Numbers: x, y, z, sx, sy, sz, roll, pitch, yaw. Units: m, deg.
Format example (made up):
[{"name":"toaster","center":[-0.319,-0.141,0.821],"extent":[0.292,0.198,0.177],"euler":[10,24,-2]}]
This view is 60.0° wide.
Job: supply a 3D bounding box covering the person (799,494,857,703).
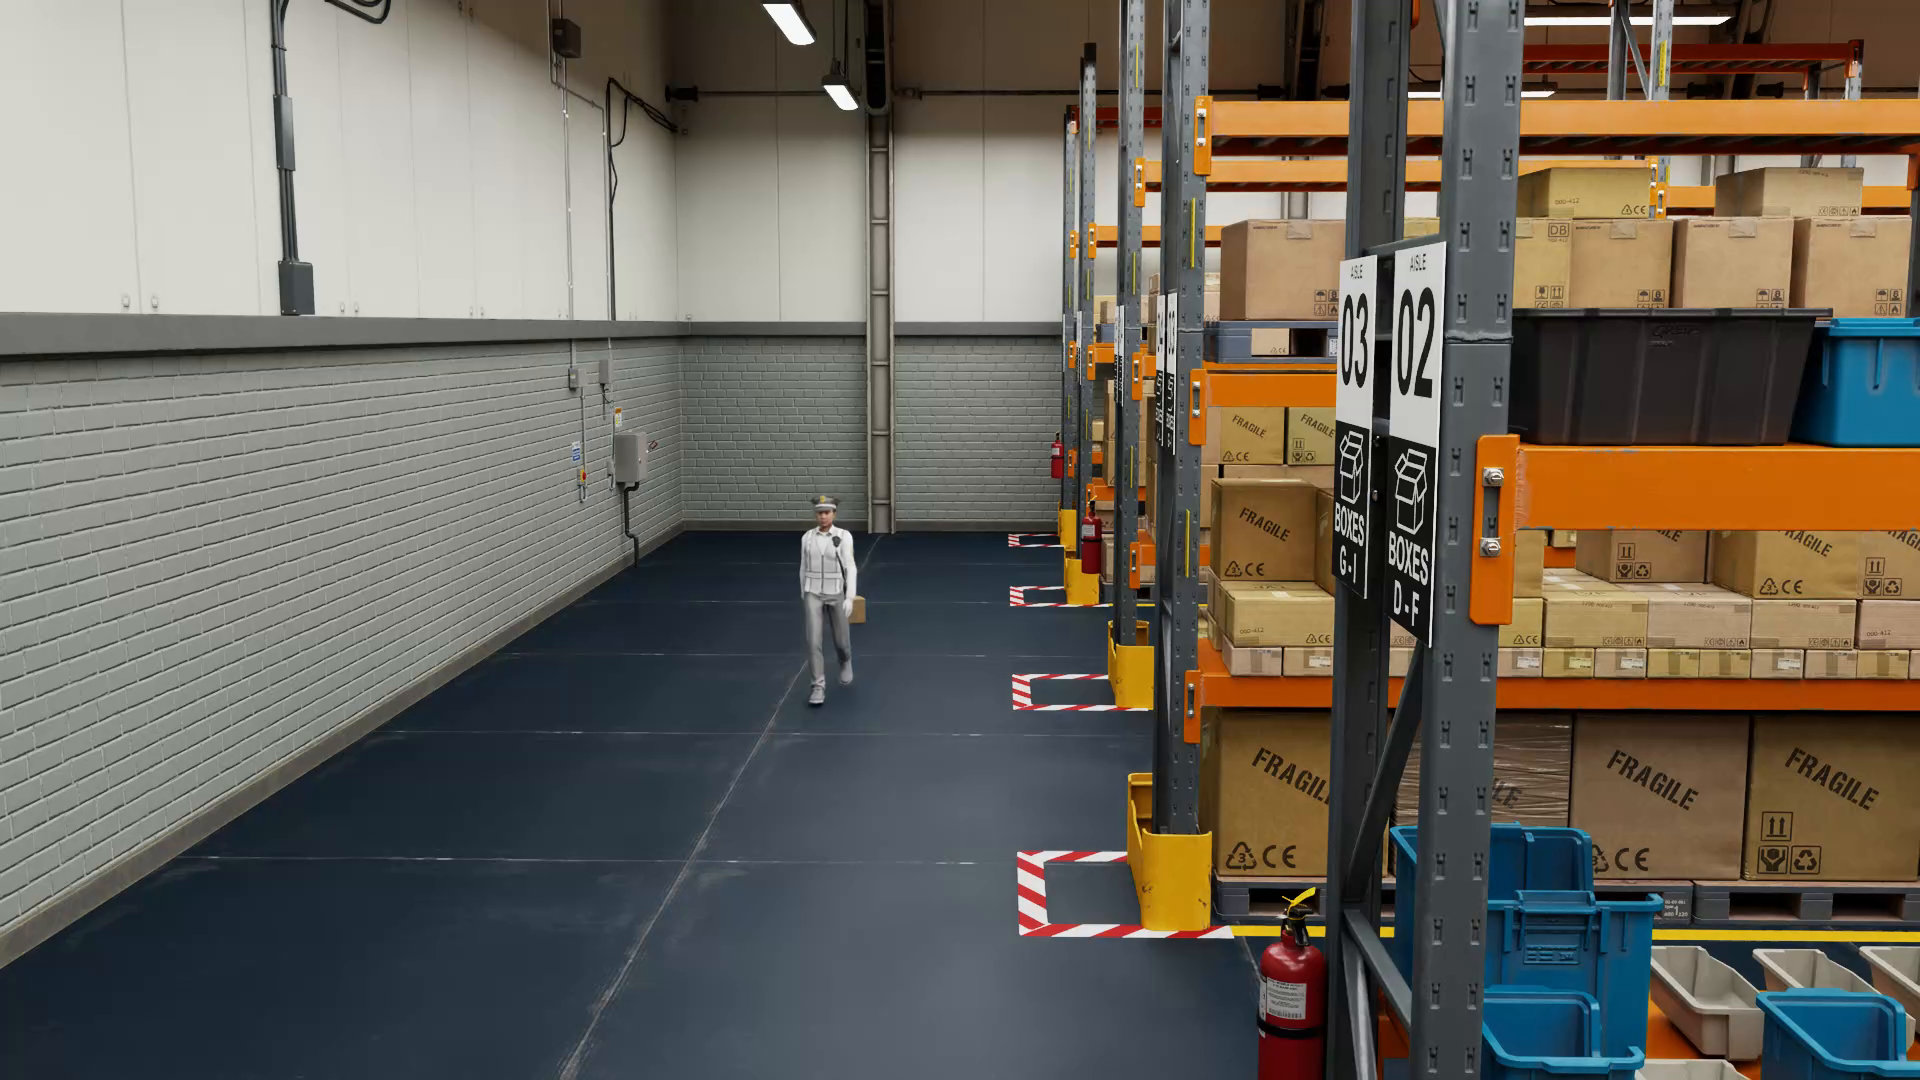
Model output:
[{"name":"person","center":[-1.073,0.453,13.546],"extent":[0.481,1.668,0.680],"euler":[1,7,5]}]
